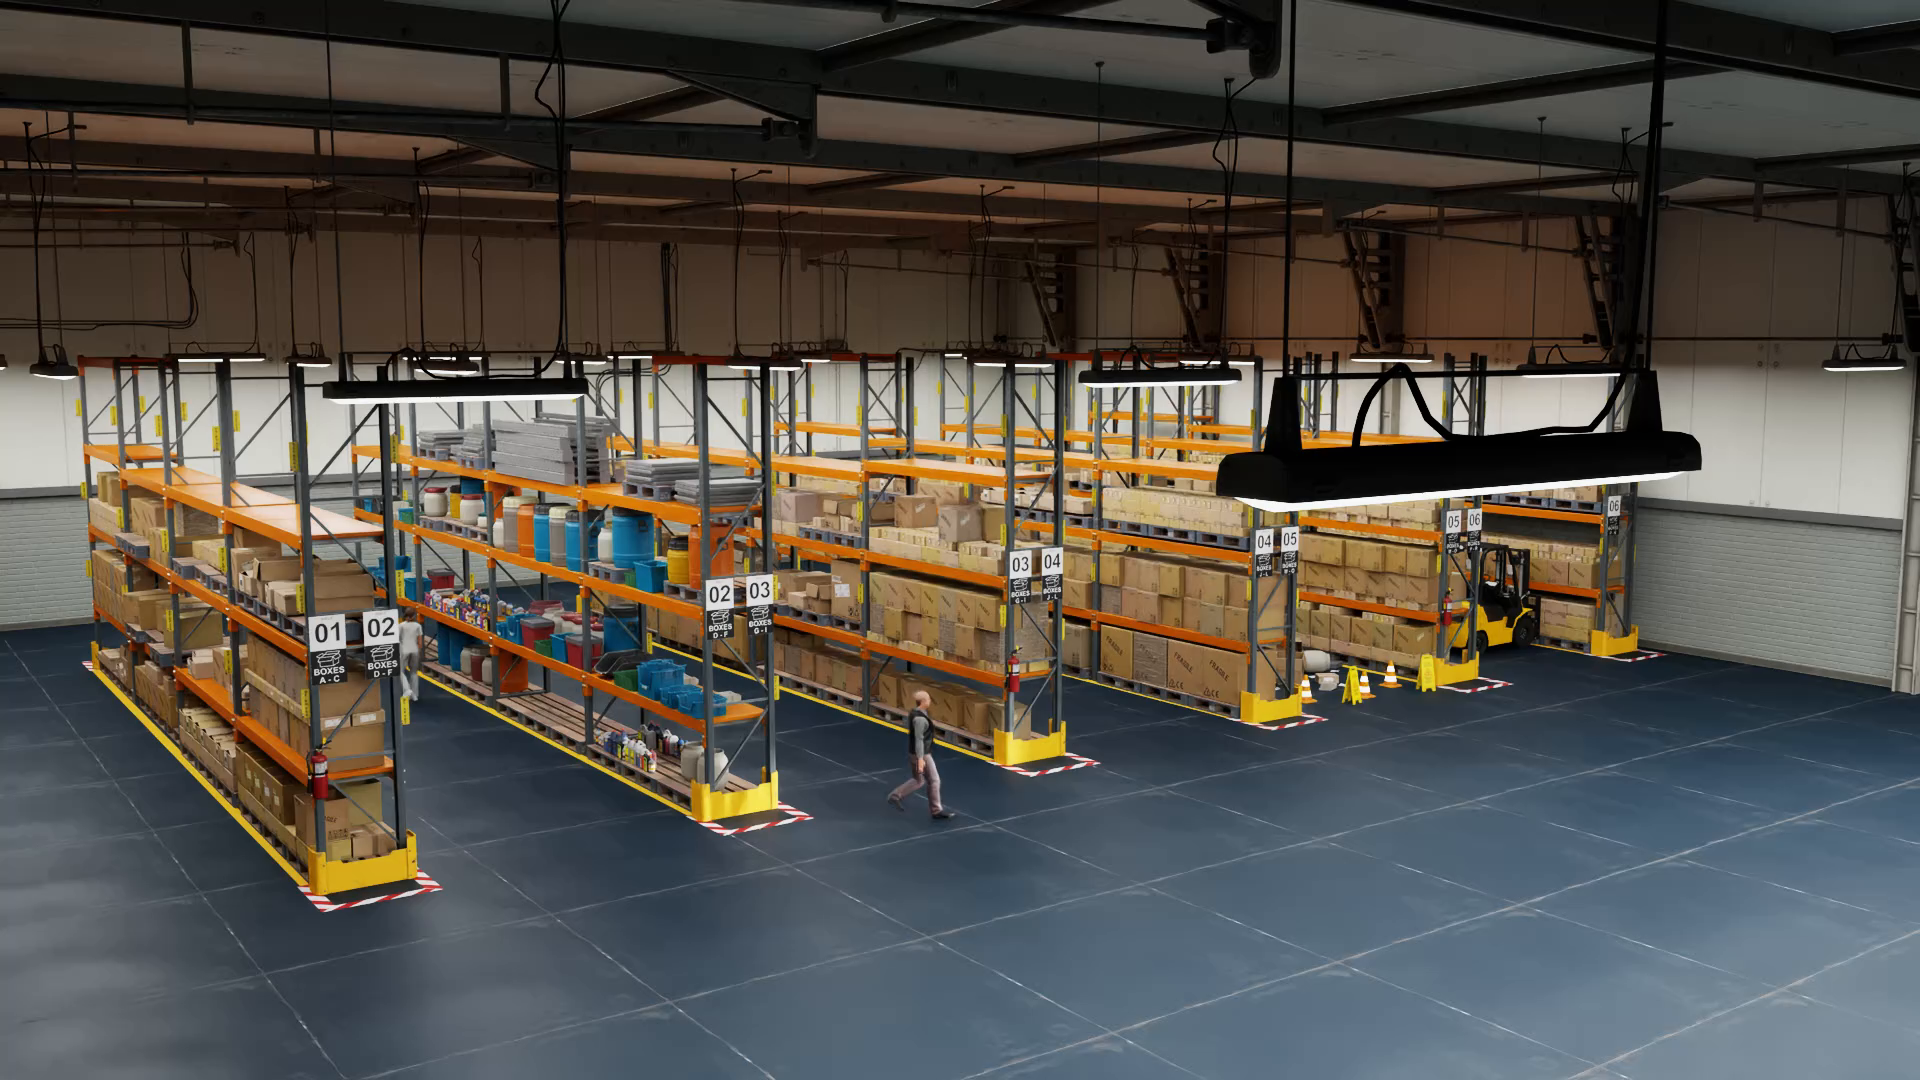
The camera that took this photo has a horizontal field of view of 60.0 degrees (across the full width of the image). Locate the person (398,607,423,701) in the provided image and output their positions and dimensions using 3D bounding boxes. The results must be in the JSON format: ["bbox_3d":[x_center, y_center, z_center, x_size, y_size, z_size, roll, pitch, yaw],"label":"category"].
[{"bbox_3d":[-9.598,2.009,29.015,0.534,1.643,0.587,-4,8,-31],"label":"person"}]

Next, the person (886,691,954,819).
[{"bbox_3d":[-0.537,2.830,21.980,0.886,1.695,0.577,-1,7,-9],"label":"person"}]
